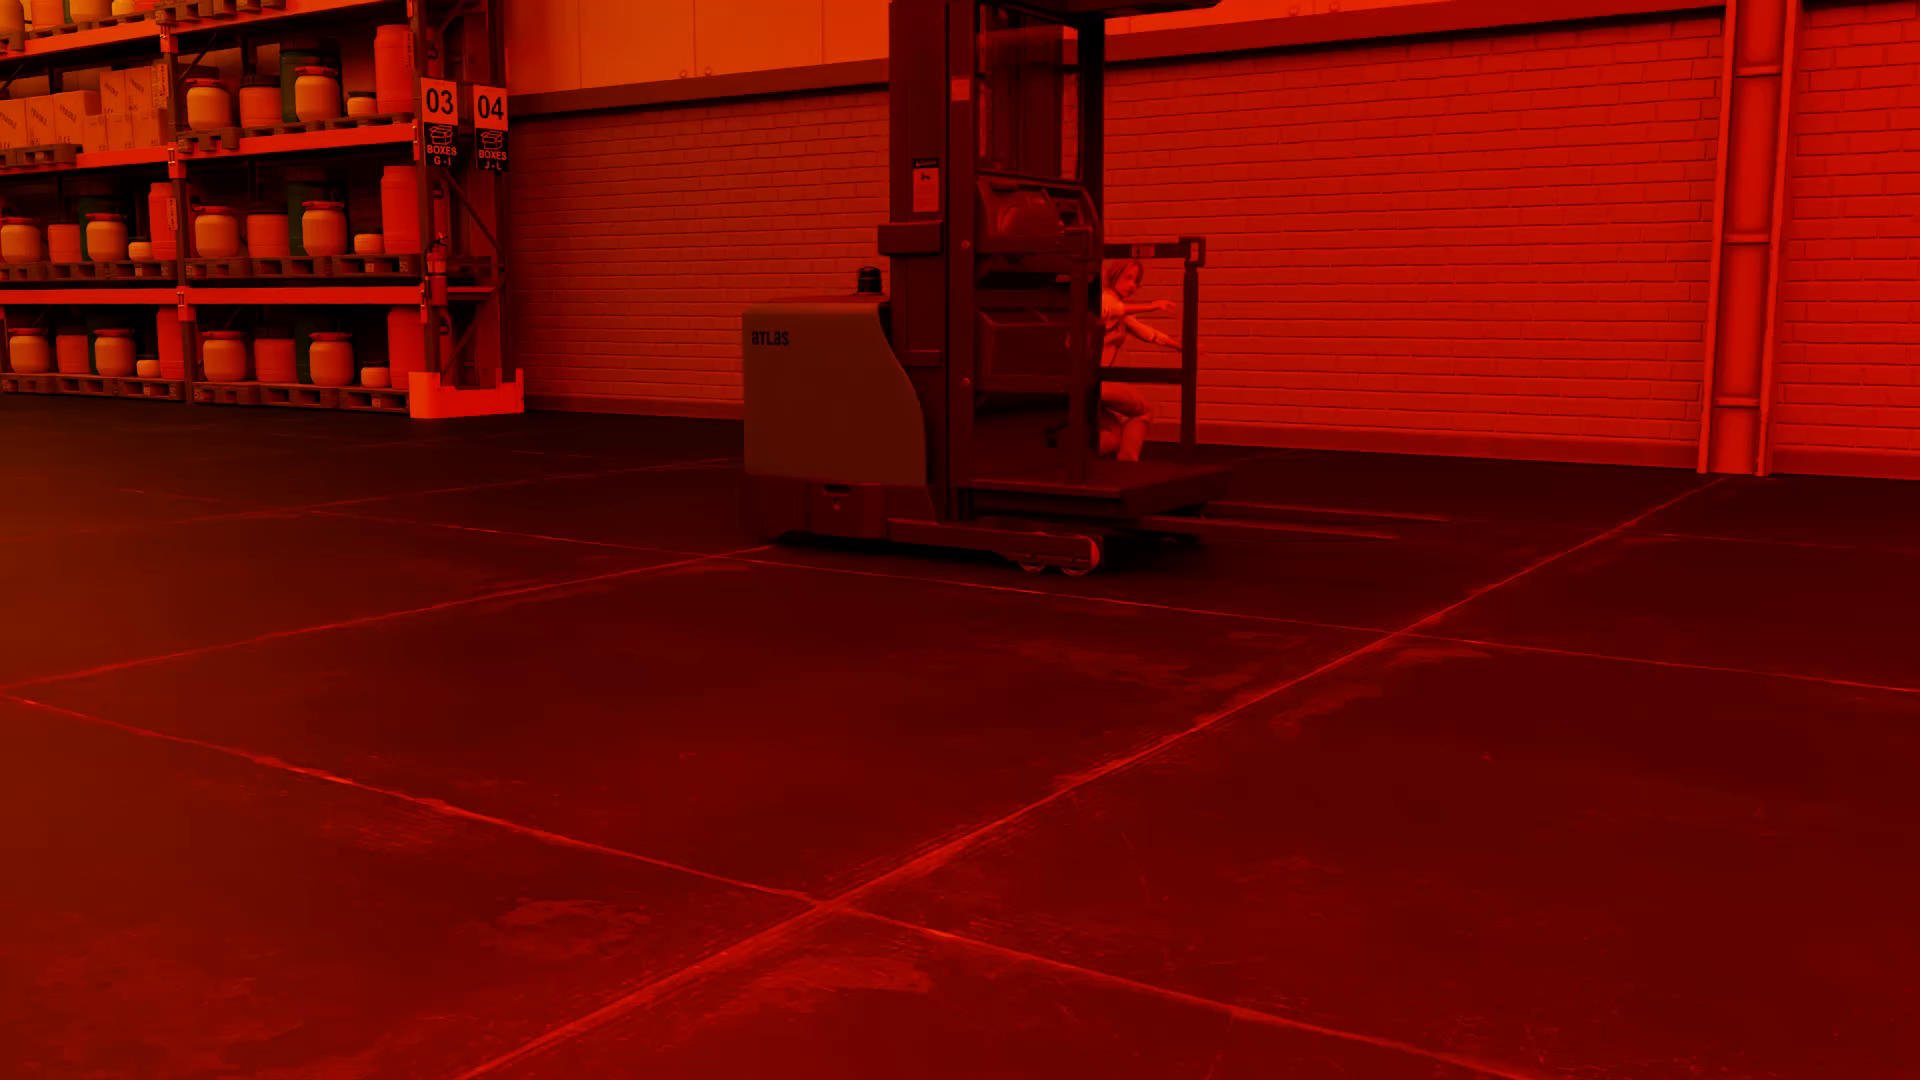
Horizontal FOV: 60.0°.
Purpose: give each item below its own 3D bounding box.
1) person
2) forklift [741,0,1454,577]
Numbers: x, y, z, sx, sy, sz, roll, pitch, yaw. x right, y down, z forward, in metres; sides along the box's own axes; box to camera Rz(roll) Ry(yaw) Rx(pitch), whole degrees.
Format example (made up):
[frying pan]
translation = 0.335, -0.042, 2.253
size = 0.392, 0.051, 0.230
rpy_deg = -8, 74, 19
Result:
[person]
translation = 0.986, -0.879, 9.122
size = 0.988, 1.340, 0.674
rpy_deg = -3, 9, -19
[forklift]
translation = 0.516, -1.391, 6.972
size = 3.031, 2.935, 1.130
rpy_deg = 5, 10, 33
